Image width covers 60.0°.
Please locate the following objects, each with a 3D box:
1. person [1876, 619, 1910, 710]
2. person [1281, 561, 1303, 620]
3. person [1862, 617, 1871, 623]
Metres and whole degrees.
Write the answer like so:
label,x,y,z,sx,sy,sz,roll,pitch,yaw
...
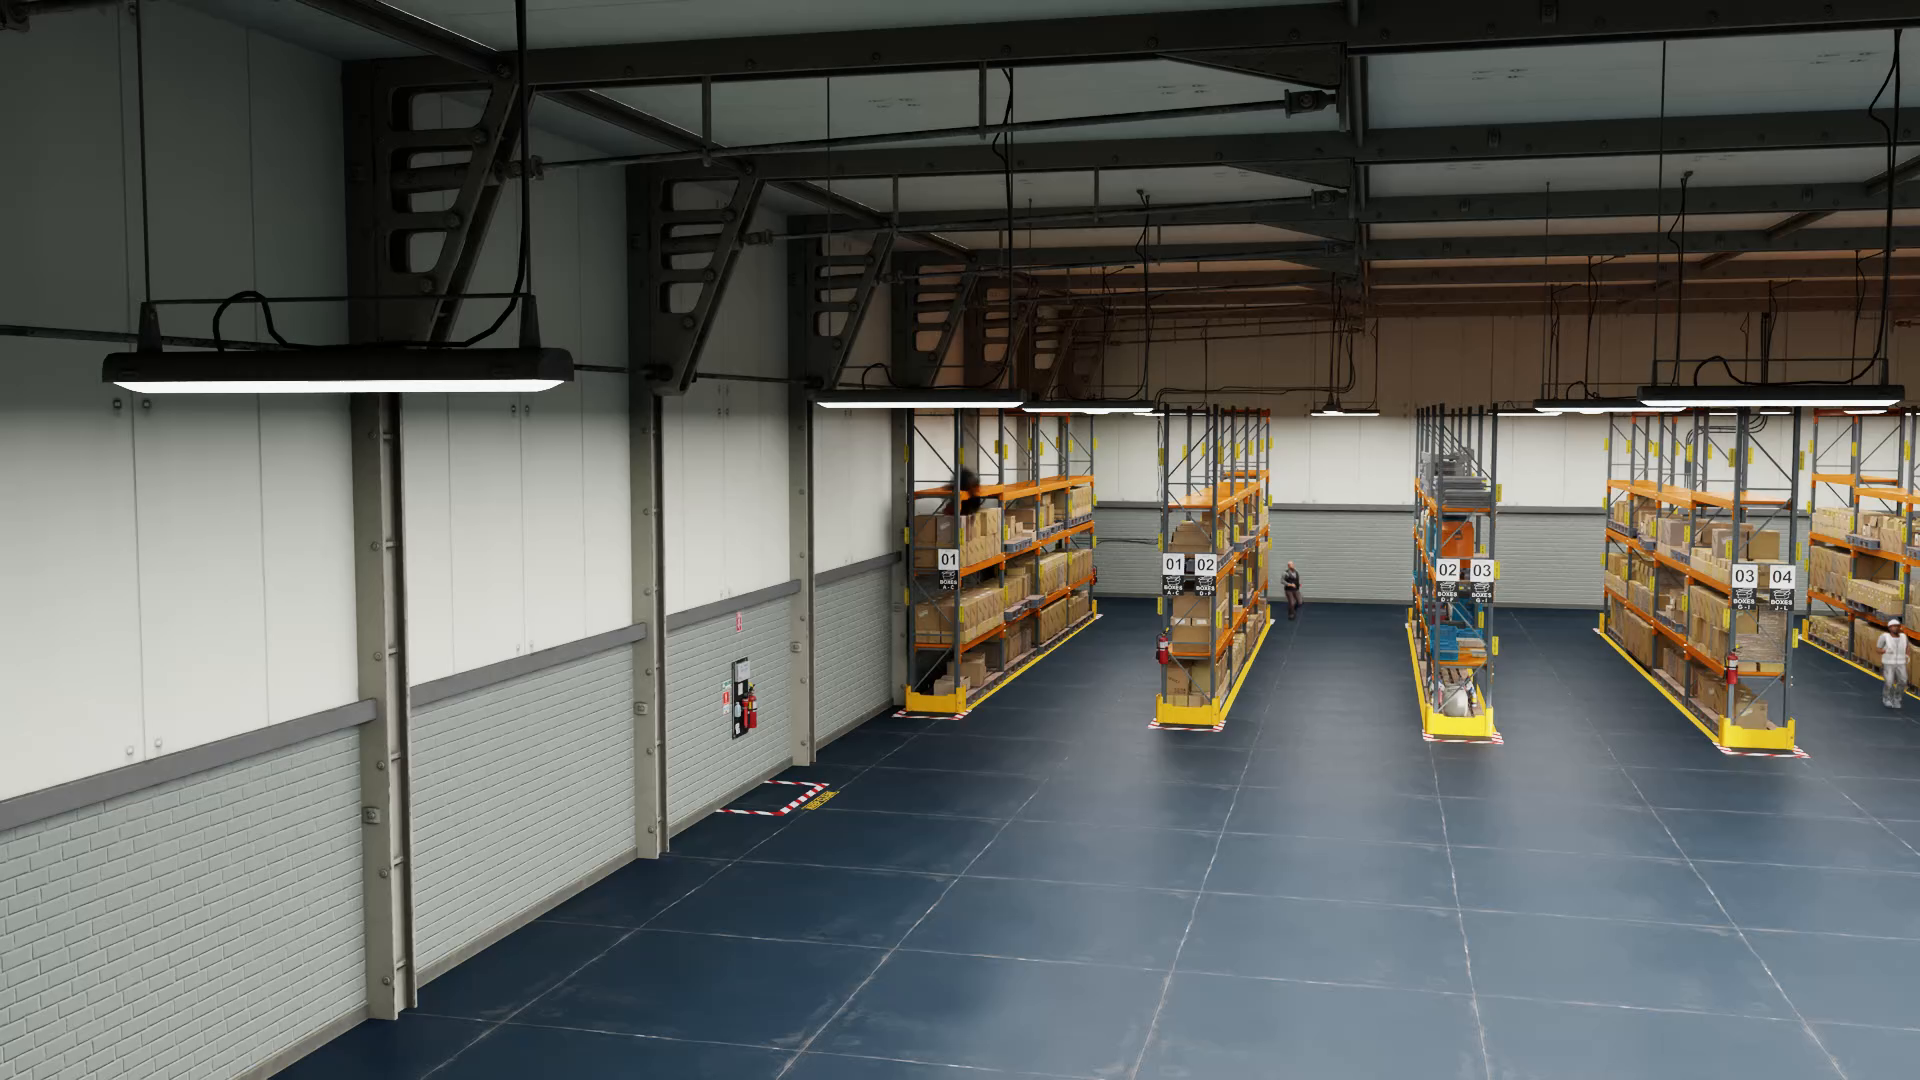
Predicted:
label,x,y,z,sx,sy,sz,roll,pitch,yaw
person,18.391,2.459,32.700,0.662,1.782,0.644,1,4,13
person,9.429,1.445,47.191,0.692,1.675,0.517,-2,5,-25
person,23.886,1.683,43.529,0.718,1.756,0.637,-1,4,-8
